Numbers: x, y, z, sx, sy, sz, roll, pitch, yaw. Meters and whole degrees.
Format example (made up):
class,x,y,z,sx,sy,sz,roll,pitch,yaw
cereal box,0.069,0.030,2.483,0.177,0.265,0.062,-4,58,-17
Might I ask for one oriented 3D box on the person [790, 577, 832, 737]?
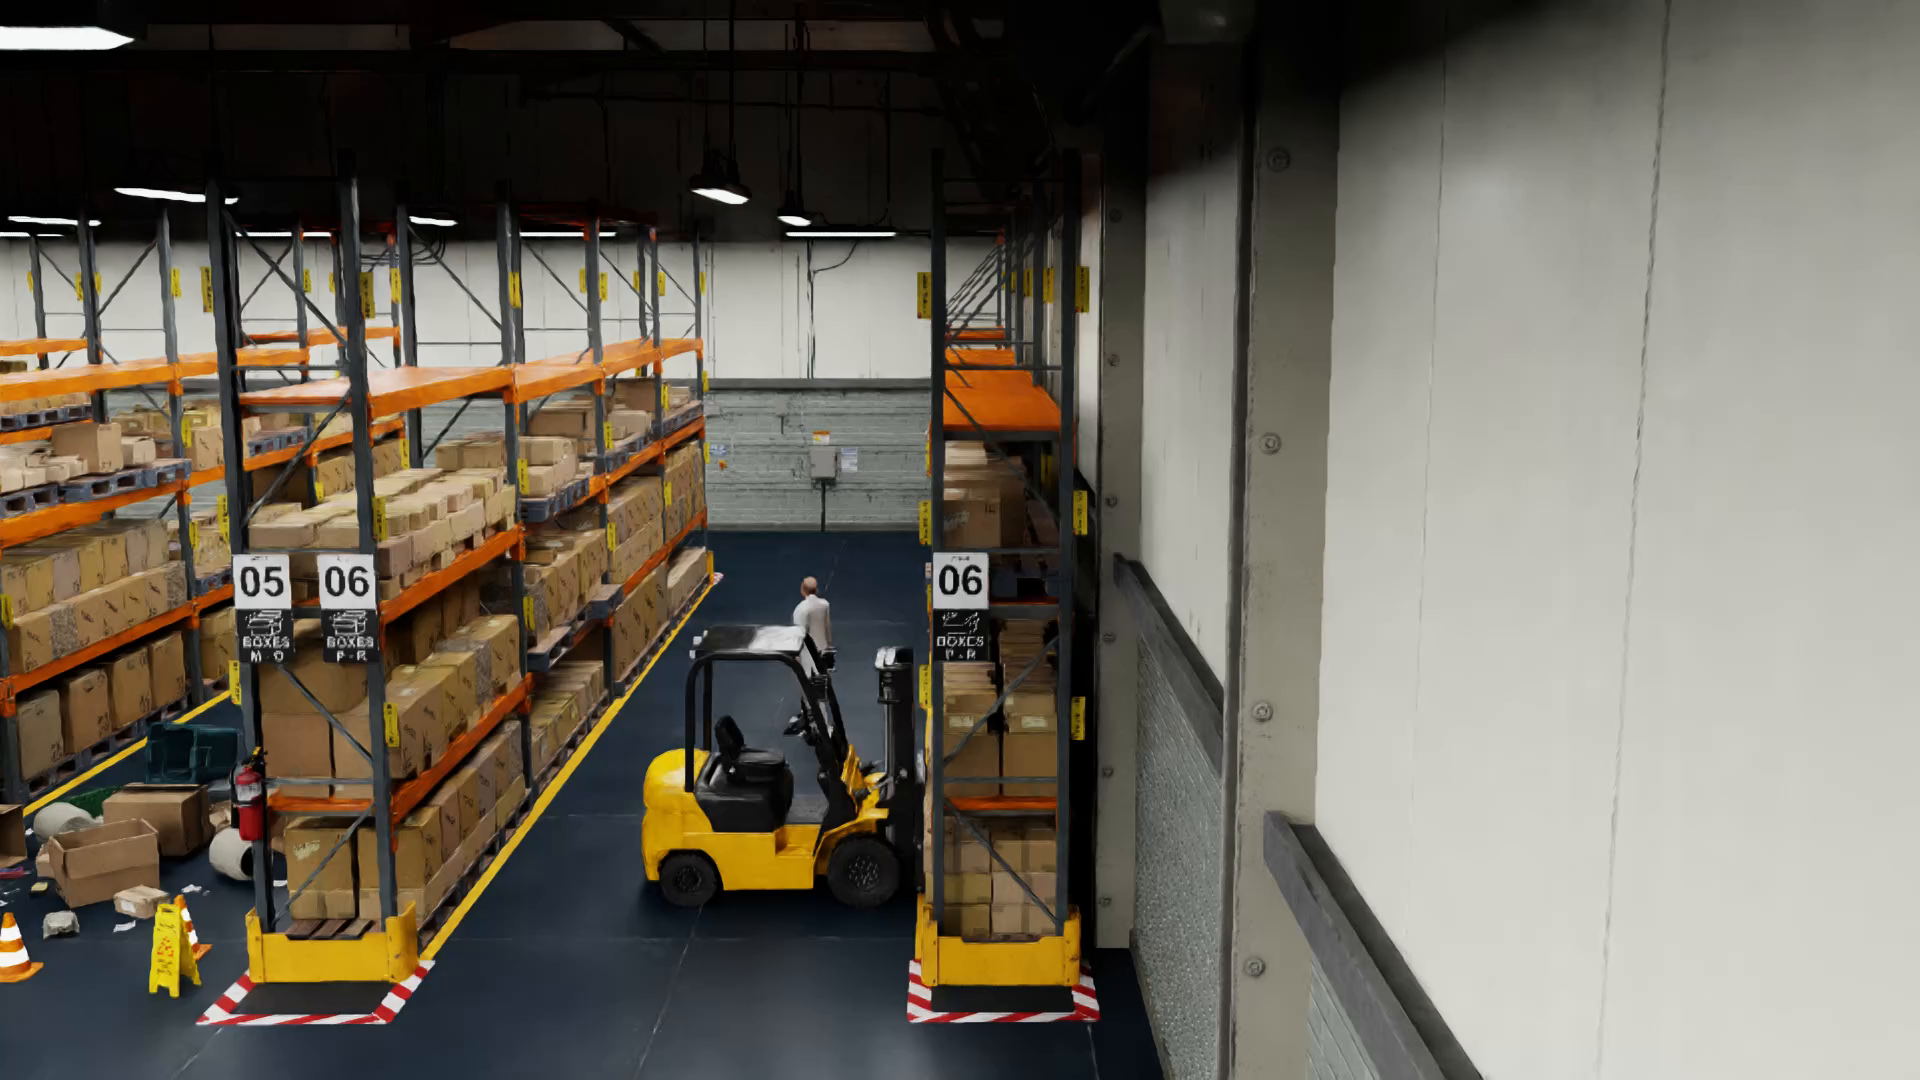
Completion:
class,x,y,z,sx,sy,sz,roll,pitch,yaw
person,-1.711,1.285,18.762,0.641,1.774,0.684,4,10,25
